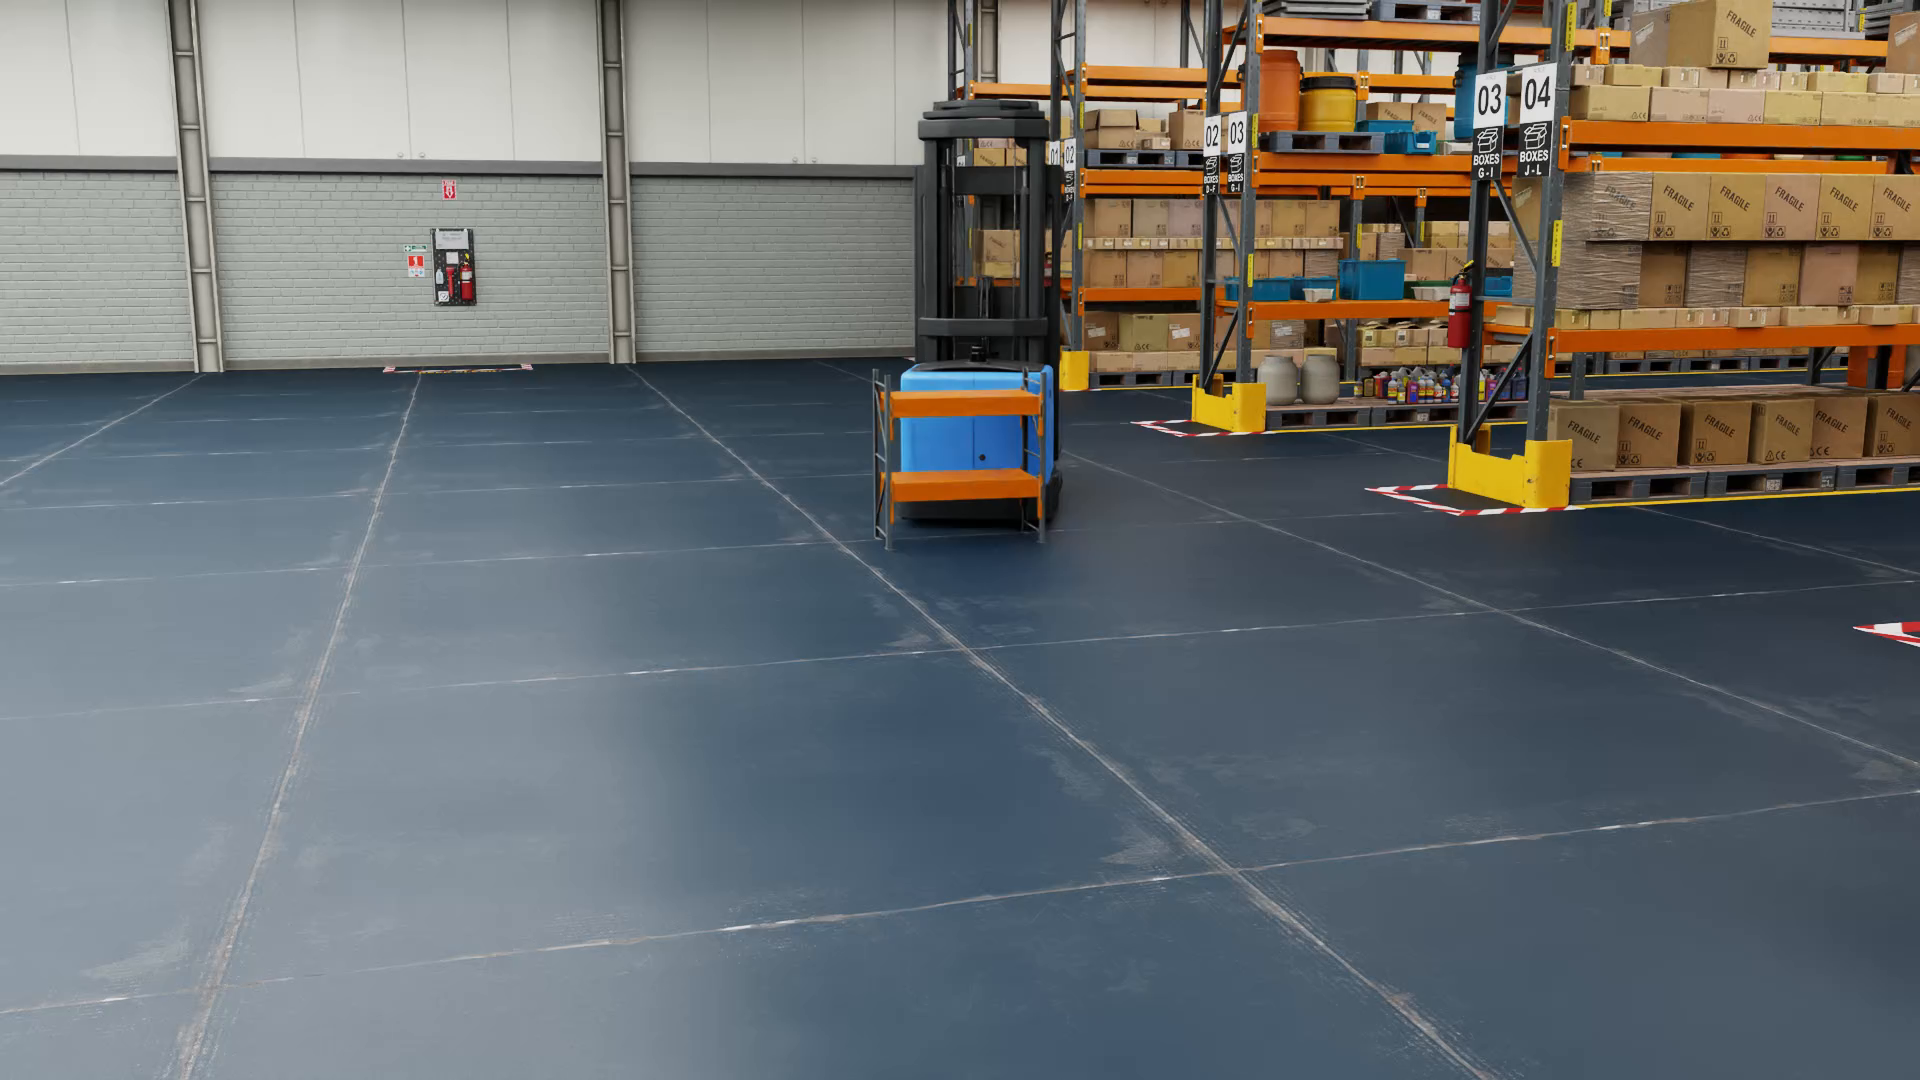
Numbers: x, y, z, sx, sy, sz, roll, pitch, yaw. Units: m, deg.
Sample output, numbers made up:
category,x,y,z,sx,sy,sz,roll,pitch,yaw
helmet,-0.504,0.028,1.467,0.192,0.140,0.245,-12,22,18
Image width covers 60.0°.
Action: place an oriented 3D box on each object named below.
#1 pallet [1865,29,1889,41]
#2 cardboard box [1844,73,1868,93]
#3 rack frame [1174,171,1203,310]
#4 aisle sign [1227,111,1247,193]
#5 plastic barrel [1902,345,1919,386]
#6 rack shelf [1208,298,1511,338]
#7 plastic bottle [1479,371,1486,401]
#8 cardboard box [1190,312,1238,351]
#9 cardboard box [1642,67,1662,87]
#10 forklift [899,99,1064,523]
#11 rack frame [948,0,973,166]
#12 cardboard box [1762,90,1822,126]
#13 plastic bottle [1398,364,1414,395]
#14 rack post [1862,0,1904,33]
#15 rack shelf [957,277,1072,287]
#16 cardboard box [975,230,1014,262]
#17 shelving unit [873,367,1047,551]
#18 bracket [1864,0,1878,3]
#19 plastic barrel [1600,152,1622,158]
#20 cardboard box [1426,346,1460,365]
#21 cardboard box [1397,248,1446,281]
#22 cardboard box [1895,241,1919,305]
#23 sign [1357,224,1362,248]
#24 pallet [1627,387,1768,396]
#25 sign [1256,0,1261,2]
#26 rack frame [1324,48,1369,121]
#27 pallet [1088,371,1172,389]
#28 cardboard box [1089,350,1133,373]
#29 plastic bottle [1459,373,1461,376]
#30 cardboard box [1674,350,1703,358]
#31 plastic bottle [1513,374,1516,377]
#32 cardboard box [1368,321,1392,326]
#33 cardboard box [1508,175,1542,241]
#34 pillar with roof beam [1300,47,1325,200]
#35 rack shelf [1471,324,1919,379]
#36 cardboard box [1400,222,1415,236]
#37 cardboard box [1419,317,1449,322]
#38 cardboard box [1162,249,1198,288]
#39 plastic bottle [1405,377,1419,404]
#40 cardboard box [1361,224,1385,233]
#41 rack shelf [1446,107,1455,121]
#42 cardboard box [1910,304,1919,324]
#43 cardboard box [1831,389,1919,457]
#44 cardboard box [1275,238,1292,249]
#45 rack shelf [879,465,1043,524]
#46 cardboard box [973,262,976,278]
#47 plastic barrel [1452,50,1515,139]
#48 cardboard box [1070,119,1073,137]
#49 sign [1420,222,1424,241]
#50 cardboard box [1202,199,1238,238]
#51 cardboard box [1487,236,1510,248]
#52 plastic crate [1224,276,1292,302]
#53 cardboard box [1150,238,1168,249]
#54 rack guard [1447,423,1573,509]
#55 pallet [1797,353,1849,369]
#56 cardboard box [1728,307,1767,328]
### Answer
category,x,y,z,sx,sy,sz,roll,pitch,yaw
pallet,11.154,-5.769,19.153,1.003,0.211,1.213,-3,11,-16
cardboard box,6.740,-3.500,12.801,0.250,0.149,0.380,-3,11,-14
rack frame,3.843,-4.596,27.729,0.127,3.000,1.000,-3,11,-16
aisle sign,2.784,-3.896,16.742,0.004,0.787,0.394,-3,11,-16
plastic barrel,11.435,-2.131,20.051,0.421,0.512,0.421,0,10,0
rack shelf,4.692,-2.419,17.889,4.000,0.370,1.077,-3,11,-16
plastic bottle,5.580,-1.679,17.983,0.185,0.351,0.144,-3,11,-16
cardboard box,3.409,-2.820,22.443,0.500,0.500,0.500,-3,11,-16
cardboard box,4.969,-3.412,12.326,0.250,0.149,0.380,-3,11,-17
forklift,0.226,-1.786,12.650,1.130,2.935,3.031,1,10,5
rack frame,0.003,-7.344,26.086,0.127,3.000,1.000,-3,11,-16
cardboard box,6.159,-3.270,12.655,0.500,0.250,0.500,-3,11,-14
plastic bottle,4.953,-1.779,18.524,0.185,0.351,0.144,-3,11,-14
rack post,11.137,-6.034,19.175,0.937,0.300,0.954,-3,11,-16
rack shelf,1.923,-4.141,27.244,4.000,0.370,1.077,-3,11,-16
cardboard box,0.545,-4.671,26.420,0.500,0.500,0.500,-3,11,-16
shelving unit,-0.009,-0.545,10.900,1.048,1.125,0.538,-2,11,-12
bracket,14.926,-9.997,30.555,4.783,0.066,0.076,-3,11,-16
plastic barrel,7.040,-4.659,18.401,0.708,0.901,0.600,-3,11,-16
cardboard box,6.676,-2.619,23.424,0.500,0.250,0.500,-3,11,-18
cardboard box,6.479,-3.847,23.383,0.500,0.500,0.500,-2,11,-12
cardboard box,7.547,-2.197,13.595,0.500,0.500,0.875,-3,11,-16
sign,5.388,-4.104,22.443,0.005,0.325,0.100,-3,11,-16
pallet,8.529,-1.612,19.218,1.213,0.211,1.003,-3,11,-16
sign,2.921,-5.423,16.229,0.005,0.325,0.100,-3,11,-16
rack frame,5.231,-6.686,22.509,0.127,3.000,1.000,-3,11,-16
pallet,2.113,-2.208,22.455,1.213,0.211,1.003,-3,11,-16
cardboard box,1.968,-2.376,22.101,0.500,0.250,0.500,-3,11,-16
plastic bottle,5.616,-1.752,18.597,0.097,0.271,0.097,0,10,0
cardboard box,10.573,-2.950,24.476,0.500,0.500,0.500,-3,11,-17
plastic bottle,6.034,-1.730,18.261,0.185,0.351,0.144,-3,11,-16
cardboard box,6.038,-2.963,23.743,0.500,0.311,0.500,-3,11,-14
cardboard box,4.615,-2.569,12.855,0.500,0.500,0.500,-3,11,-16
pillar with roof beam,7.397,-7.085,24.679,0.400,9.000,9.100,-3,11,-16
rack shelf,6.076,-1.558,13.212,4.000,0.370,1.077,-3,11,-16
cardboard box,8.047,-5.441,29.092,0.500,0.250,0.500,-3,11,-14
cardboard box,8.426,-3.962,29.063,0.750,0.750,0.750,-3,11,-17
cardboard box,2.824,-3.655,22.340,0.500,0.500,0.700,-3,11,-16
plastic bottle,4.822,-1.598,17.729,0.133,0.283,0.061,-3,11,-15
cardboard box,7.056,-5.342,28.495,0.250,0.149,0.380,-5,12,-25
rack shelf,9.604,-7.300,28.936,4.000,0.370,1.077,-3,11,-16
cardboard box,7.630,-1.817,13.323,0.250,0.149,0.380,-3,11,-16
cardboard box,7.601,-0.977,13.813,0.500,0.500,0.500,-3,11,-18
cardboard box,4.289,-4.013,22.494,0.250,0.149,0.380,-3,11,-16
rack shelf,-0.009,-0.305,10.945,1.000,0.278,0.538,-2,11,-12
cardboard box,0.397,-4.387,26.952,0.500,0.250,0.500,-3,11,-15
plastic barrel,5.627,-4.771,17.846,0.708,0.901,0.600,-3,11,-16
cardboard box,1.829,-6.562,27.028,0.500,0.500,0.500,-3,11,-16
sign,7.844,-5.235,28.221,0.005,0.325,0.100,-3,11,-16
cardboard box,3.361,-4.323,22.384,0.500,0.500,0.700,-3,11,-16
cardboard box,9.204,-5.034,28.953,0.500,0.500,0.500,-3,11,-16
plastic crate,3.169,-2.676,17.708,0.616,0.251,0.499,-3,11,-16
cardboard box,2.563,-3.922,21.999,0.250,0.149,0.380,-3,11,-17
rack guard,4.229,-0.585,12.844,0.348,0.500,1.175,-3,11,-16
pallet,13.572,-2.803,25.691,1.213,0.211,1.003,-3,11,-16
cardboard box,5.964,-1.719,12.794,0.250,0.149,0.380,-3,11,-16
